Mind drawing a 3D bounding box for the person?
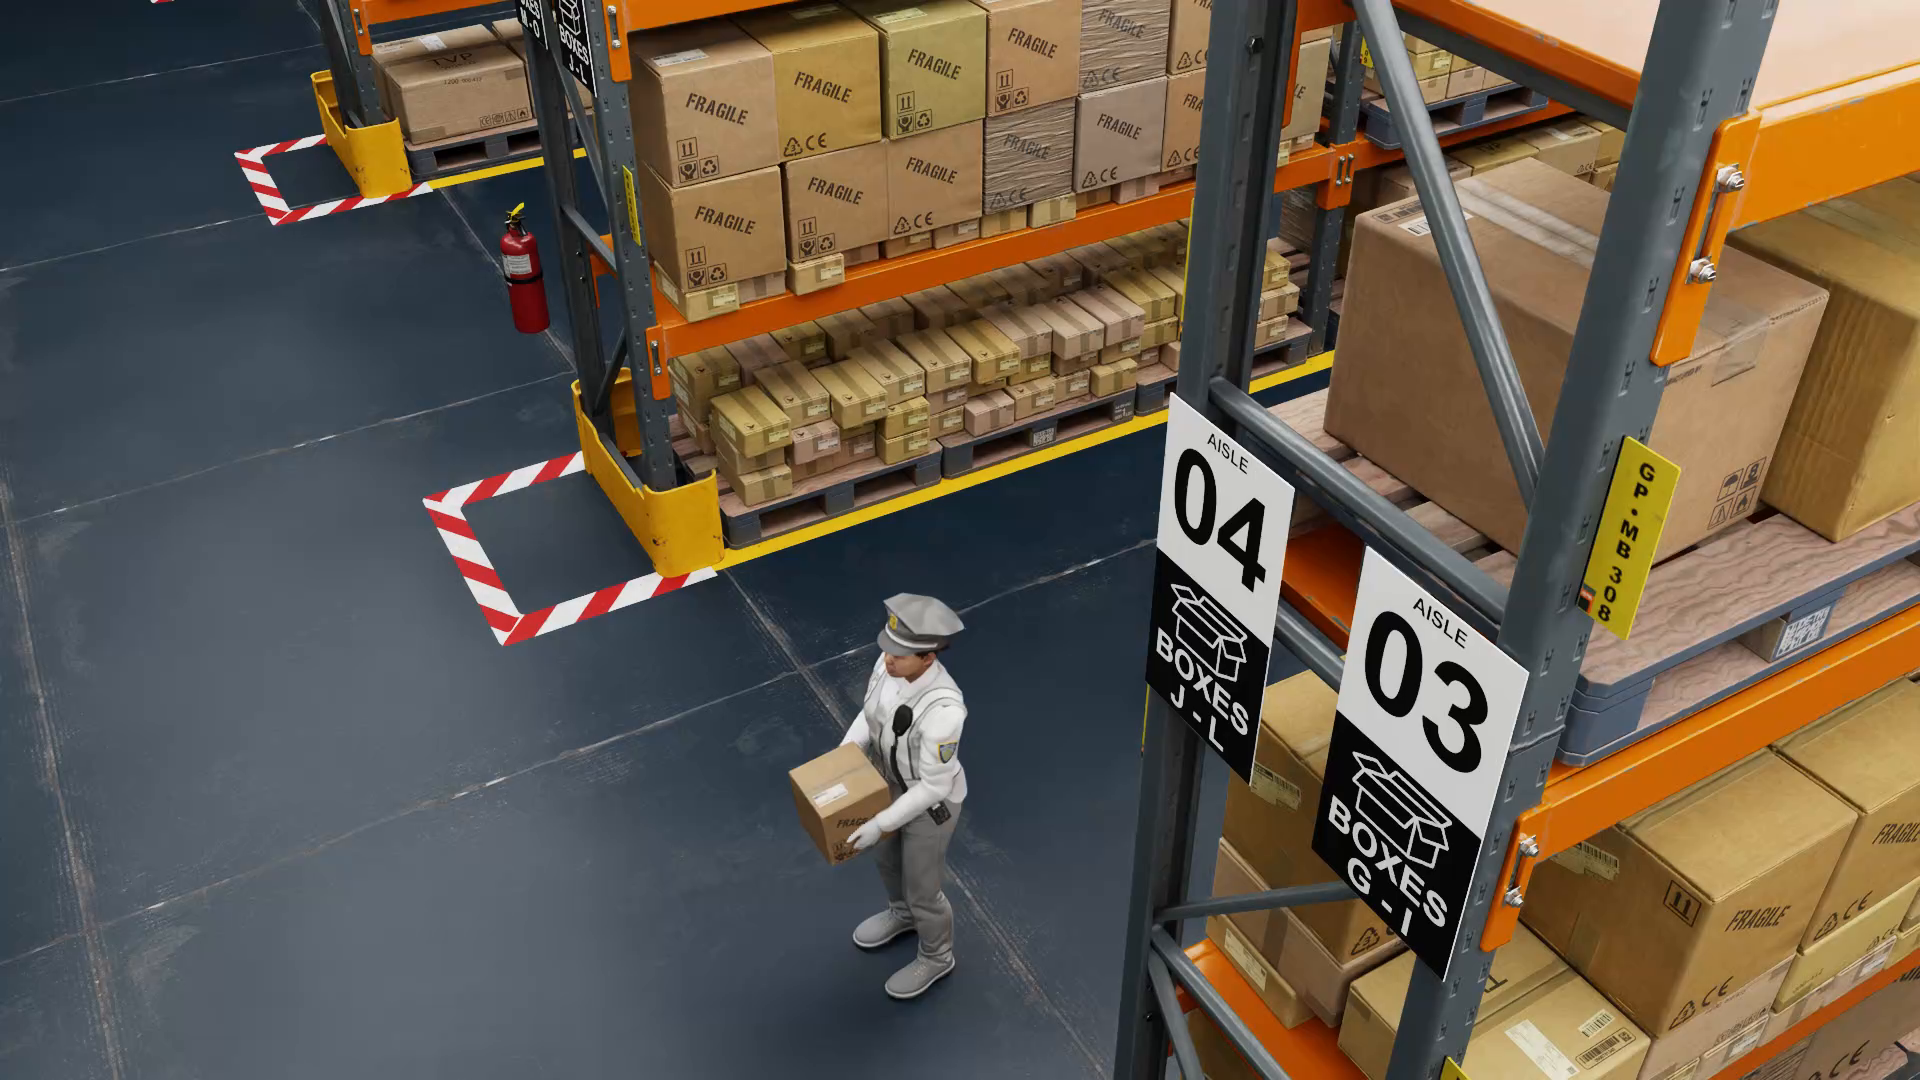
[{"bbox_3d":[-0.228,0.900,5.707,0.489,1.692,0.489,-20,41,-24],"label":"person"}]
